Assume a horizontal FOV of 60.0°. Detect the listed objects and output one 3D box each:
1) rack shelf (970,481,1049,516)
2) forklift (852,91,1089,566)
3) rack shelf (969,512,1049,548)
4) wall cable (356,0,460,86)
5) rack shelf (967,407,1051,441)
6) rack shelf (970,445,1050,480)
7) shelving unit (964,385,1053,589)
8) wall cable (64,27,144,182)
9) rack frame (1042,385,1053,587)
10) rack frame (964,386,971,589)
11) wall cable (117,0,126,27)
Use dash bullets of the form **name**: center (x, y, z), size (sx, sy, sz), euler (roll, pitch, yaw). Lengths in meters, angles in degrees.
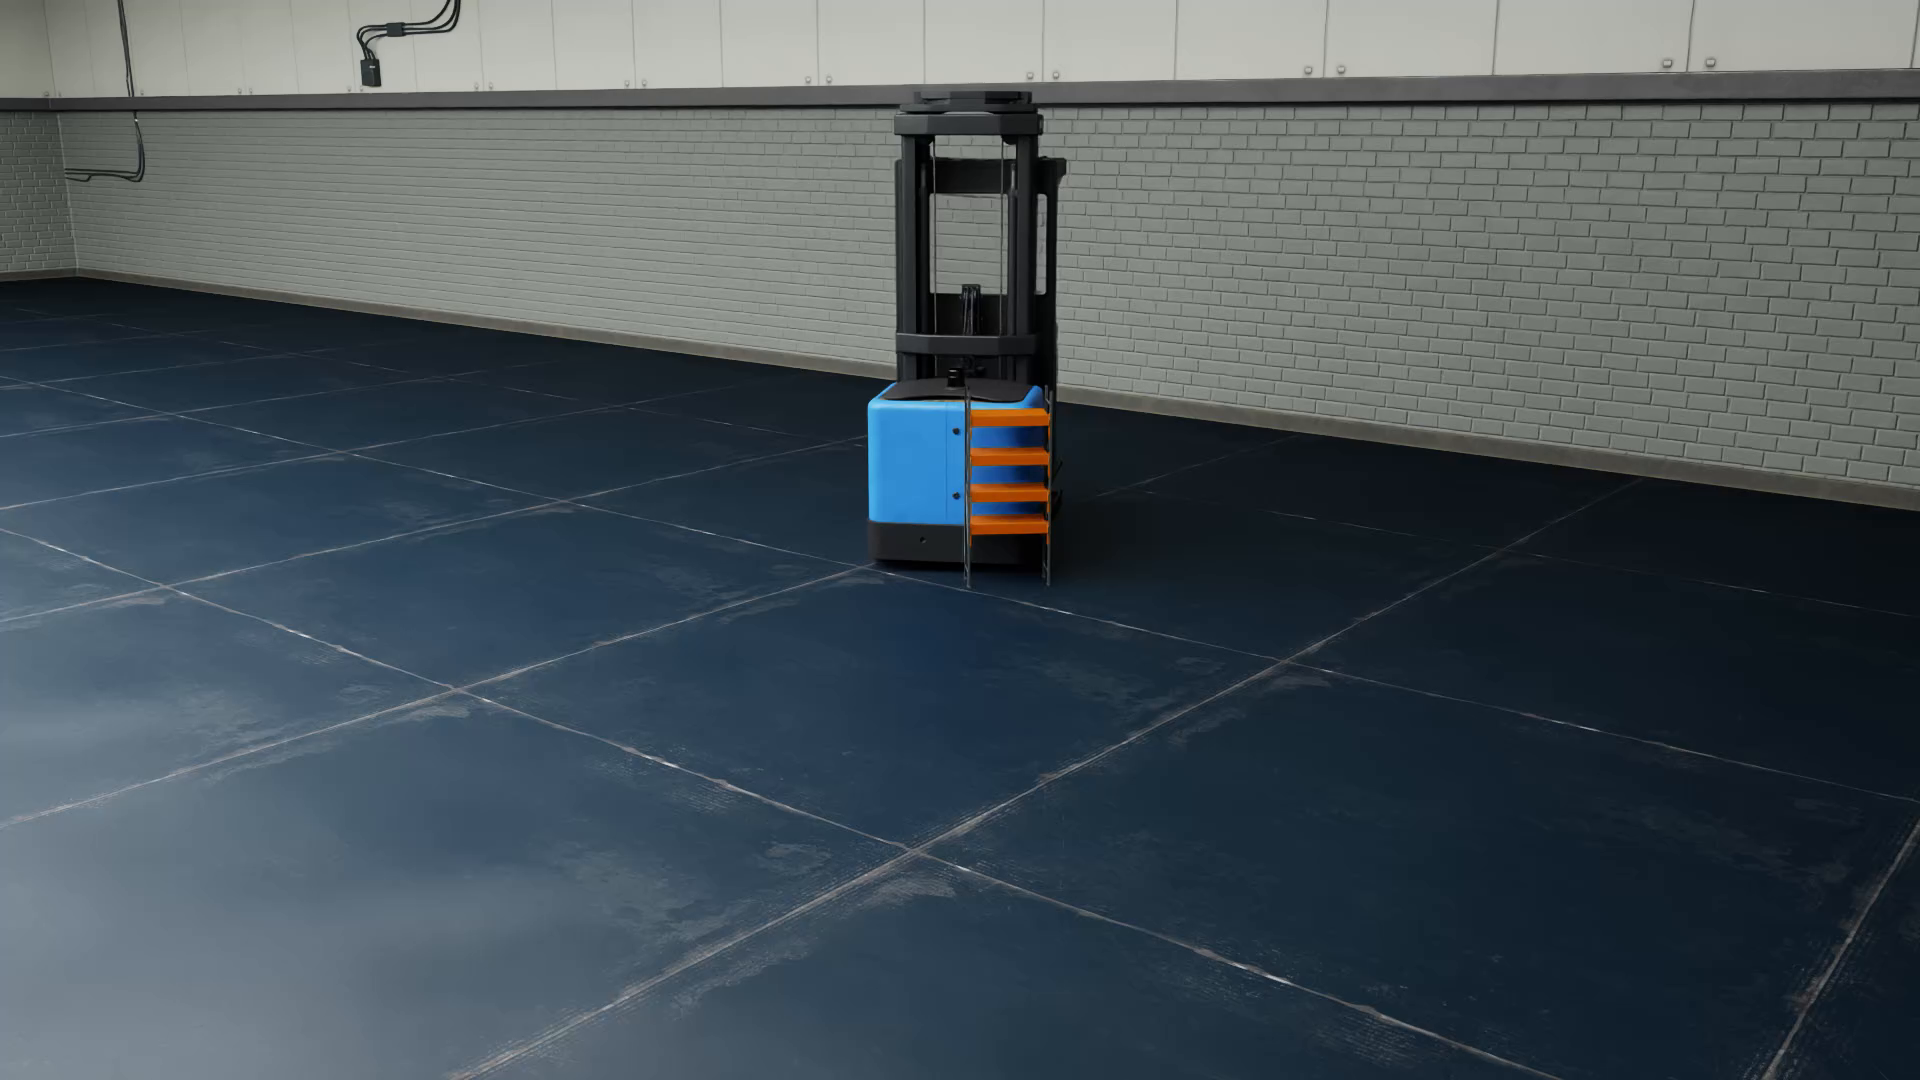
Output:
- **rack shelf**: center (0.286, -0.254, 10.072), size (0.480, 0.148, 0.258), euler (-1, 16, -5)
- **forklift**: center (0.238, -1.576, 11.502), size (1.130, 2.935, 3.031), euler (4, 15, 17)
- **rack shelf**: center (0.286, -0.063, 10.126), size (0.480, 0.148, 0.258), euler (-1, 16, -5)
- **wall cable**: center (-7.405, -9.062, 21.737), size (2.305, 6.003, 0.169), euler (11, 18, 38)
- **rack shelf**: center (0.287, -0.697, 9.946), size (0.480, 0.148, 0.258), euler (-1, 16, -5)
- **rack shelf**: center (0.287, -0.470, 10.011), size (0.480, 0.148, 0.258), euler (-1, 16, -5)
- **shelving unit**: center (0.286, -0.319, 10.053), size (0.503, 1.200, 0.258), euler (-1, 16, -5)
- **wall cable**: center (-14.779, -7.381, 28.333), size (3.097, 2.526, 0.112), euler (11, 18, 38)
- **rack frame**: center (0.530, -0.324, 10.073), size (0.015, 1.200, 0.240), euler (-1, 16, -5)
- **rack frame**: center (0.043, -0.314, 10.034), size (0.015, 1.200, 0.240), euler (-1, 16, -5)
- **wall cable**: center (-12.675, -9.410, 26.063), size (3.097, 2.526, 0.112), euler (11, 18, 38)
